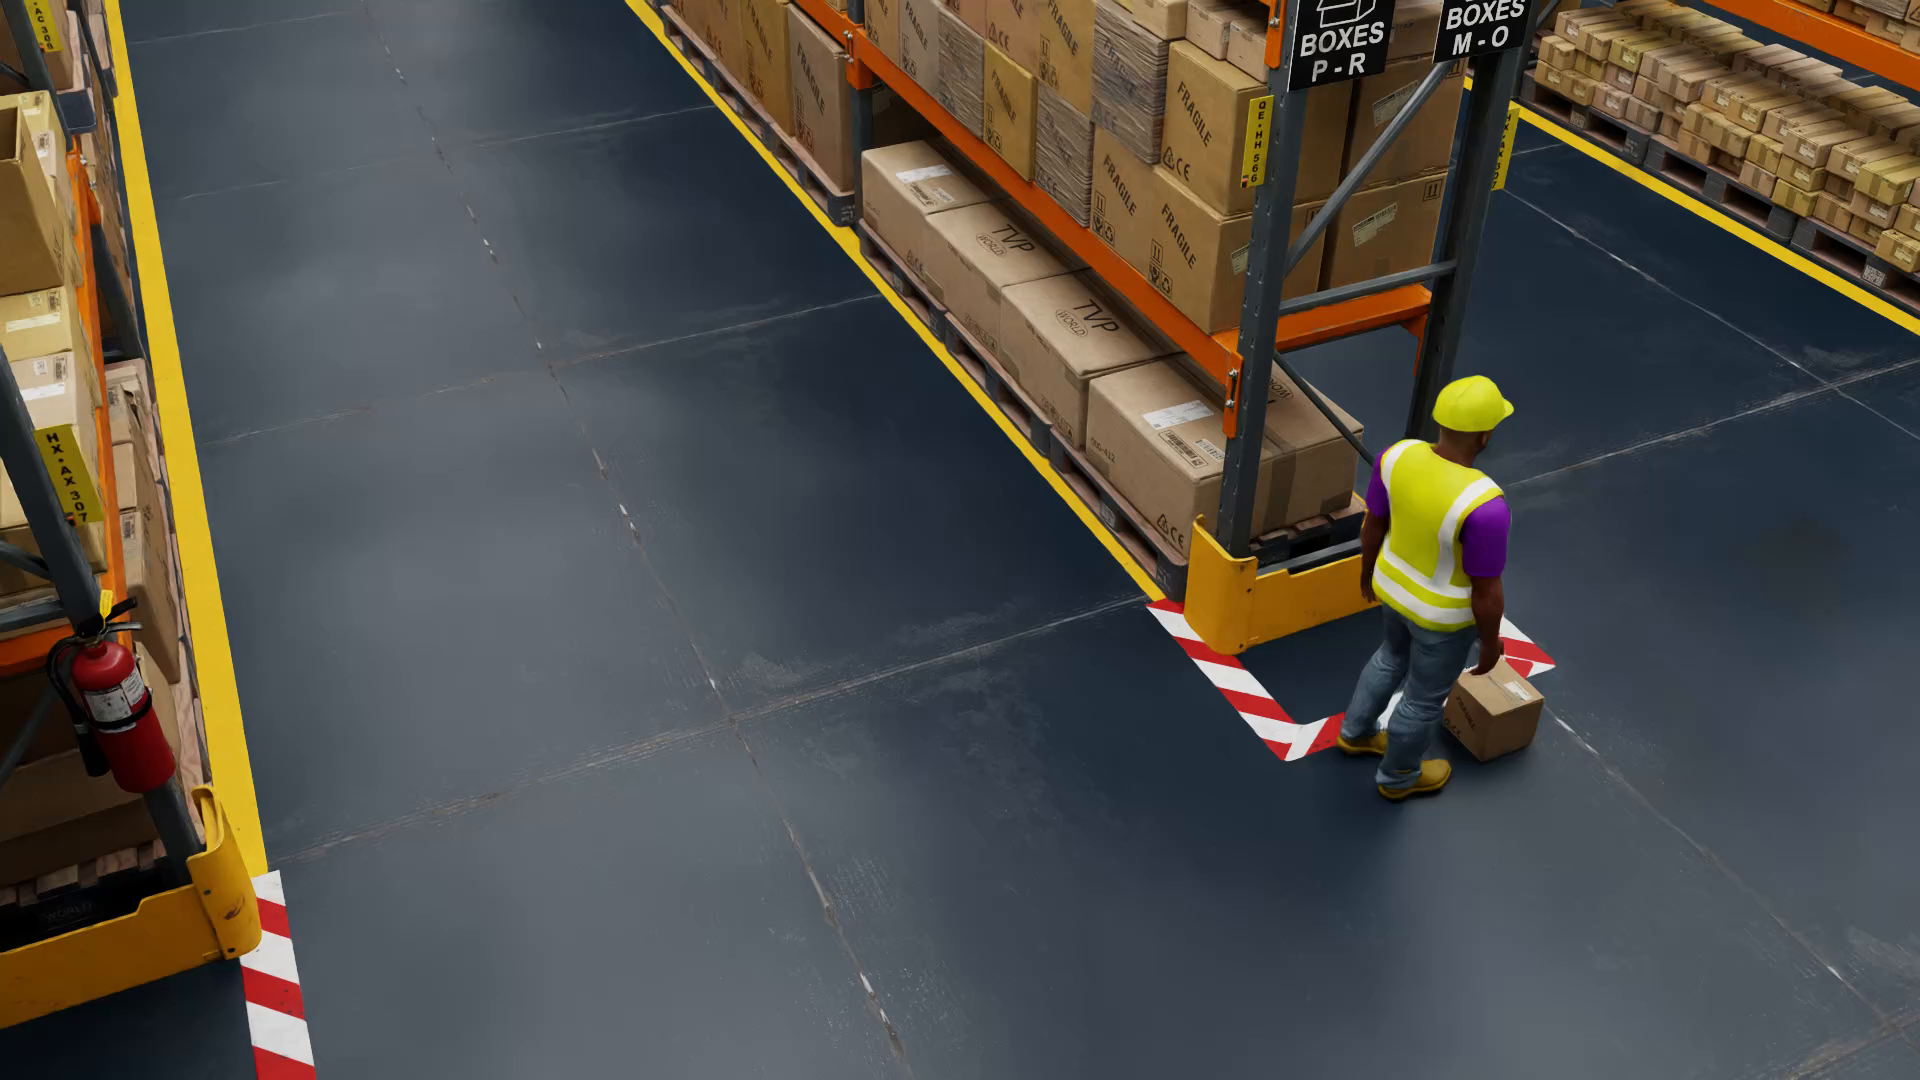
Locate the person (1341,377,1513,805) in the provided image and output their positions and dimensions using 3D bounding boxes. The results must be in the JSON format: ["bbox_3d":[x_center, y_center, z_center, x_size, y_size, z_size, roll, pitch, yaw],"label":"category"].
[{"bbox_3d":[1.673,0.216,5.866,0.378,1.802,0.584,-19,41,-24],"label":"person"}]
